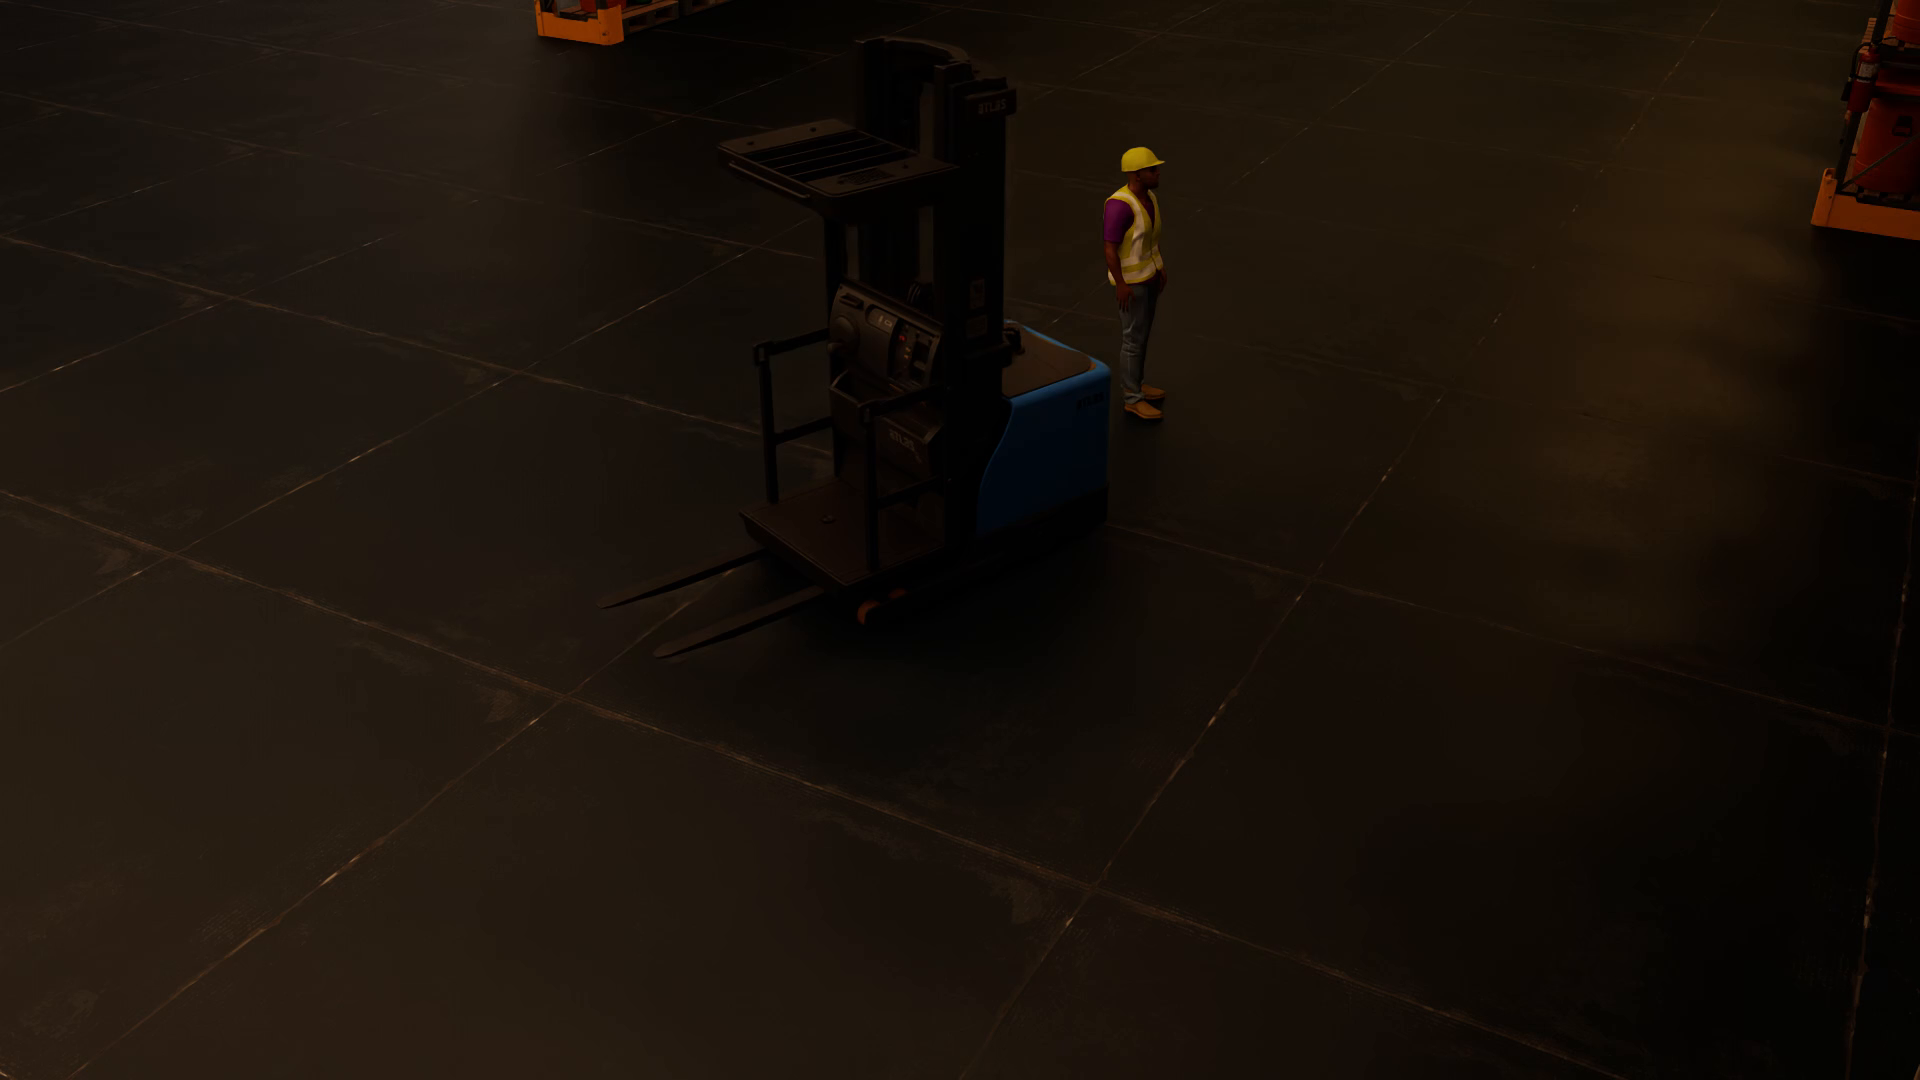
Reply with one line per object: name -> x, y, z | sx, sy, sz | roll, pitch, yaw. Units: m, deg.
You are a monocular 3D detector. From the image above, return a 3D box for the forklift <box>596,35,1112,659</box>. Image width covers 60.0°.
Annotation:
forklift -> -0.573, -1.074, 8.931 | 3.031, 2.935, 1.130 | -22, 36, -33

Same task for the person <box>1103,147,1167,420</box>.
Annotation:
person -> 1.269, -1.767, 11.283 | 0.578, 1.765, 0.666 | 16, 34, 26
